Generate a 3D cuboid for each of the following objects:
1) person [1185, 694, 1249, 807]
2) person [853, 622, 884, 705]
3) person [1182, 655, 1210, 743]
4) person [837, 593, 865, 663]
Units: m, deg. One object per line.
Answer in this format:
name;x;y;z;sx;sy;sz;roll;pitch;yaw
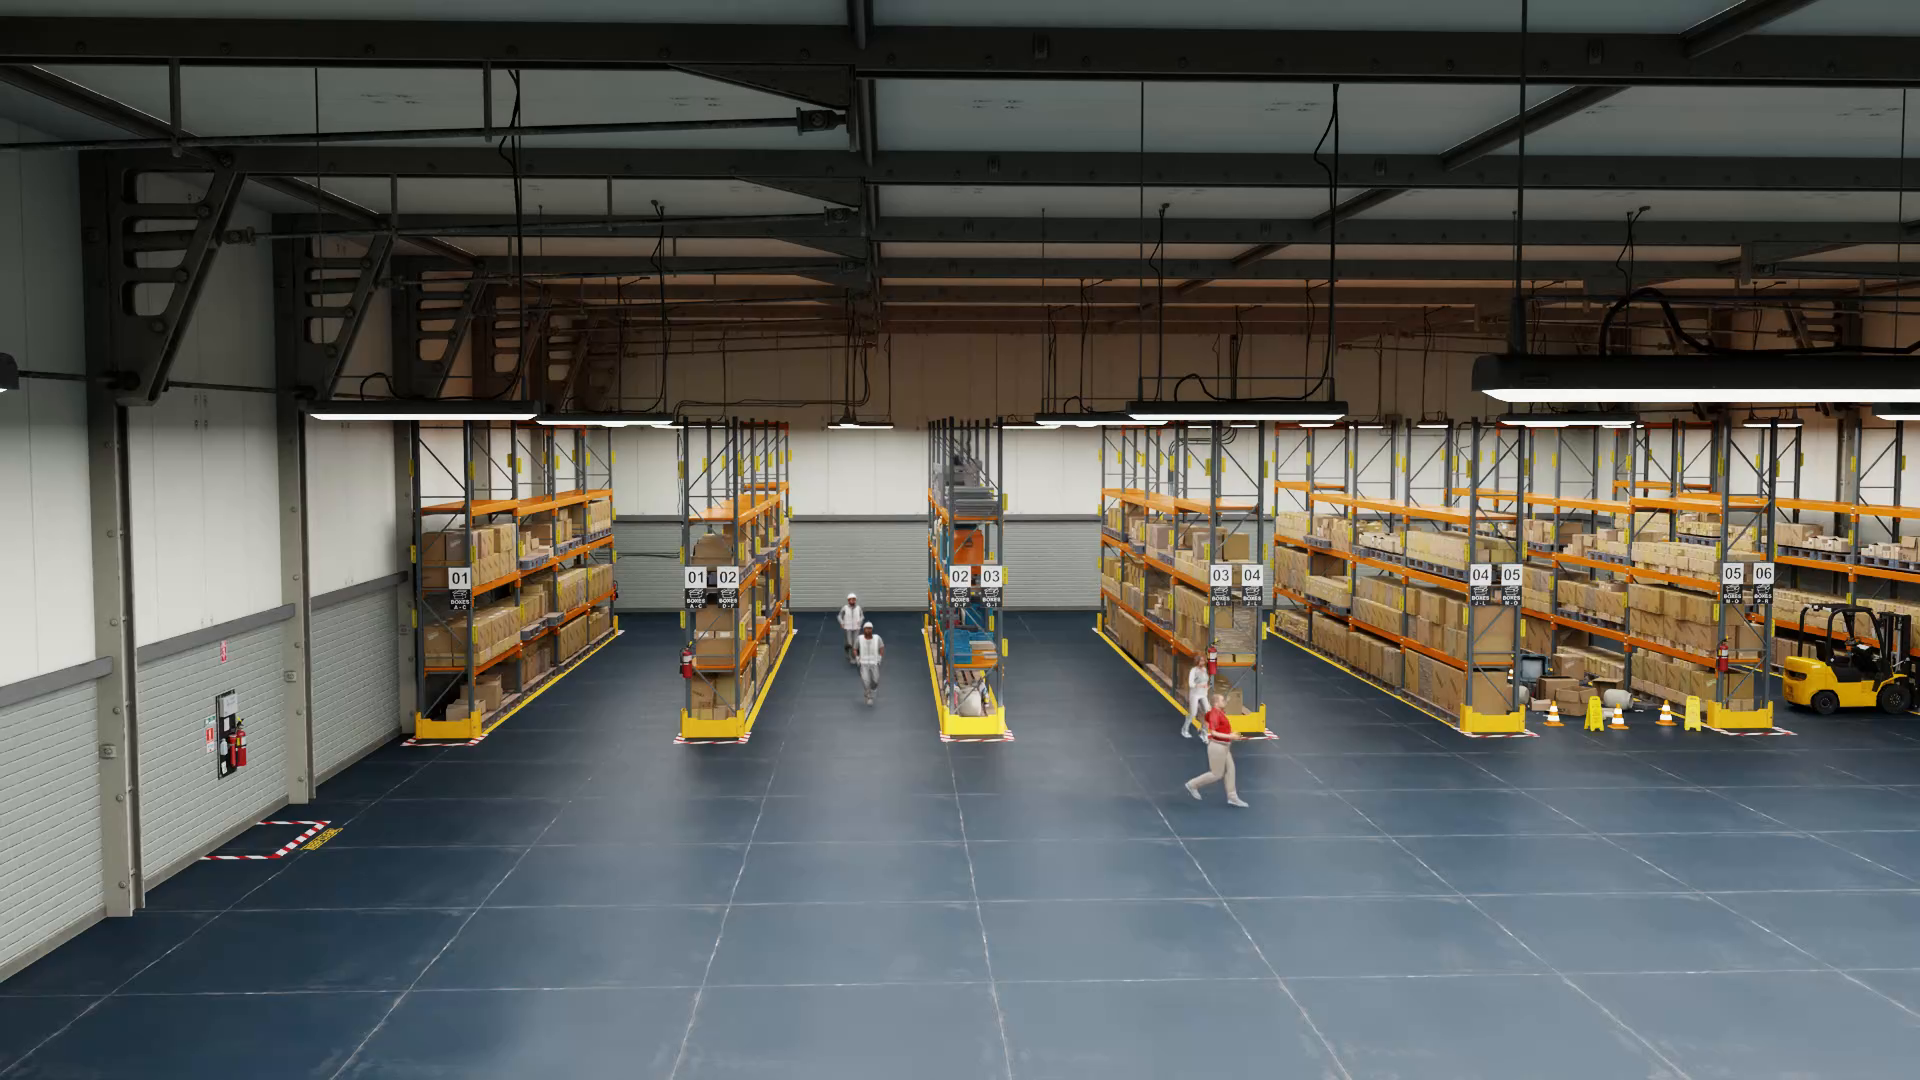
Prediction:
person;3.949;3.200;25.340;0.902;1.715;0.664;1;4;16
person;-1.911;2.582;34.809;0.665;1.736;0.590;0;4;-6
person;4.398;2.935;30.697;0.557;1.665;0.713;-3;4;-34
person;-2.660;2.186;40.976;0.652;1.729;0.569;-1;4;-15
